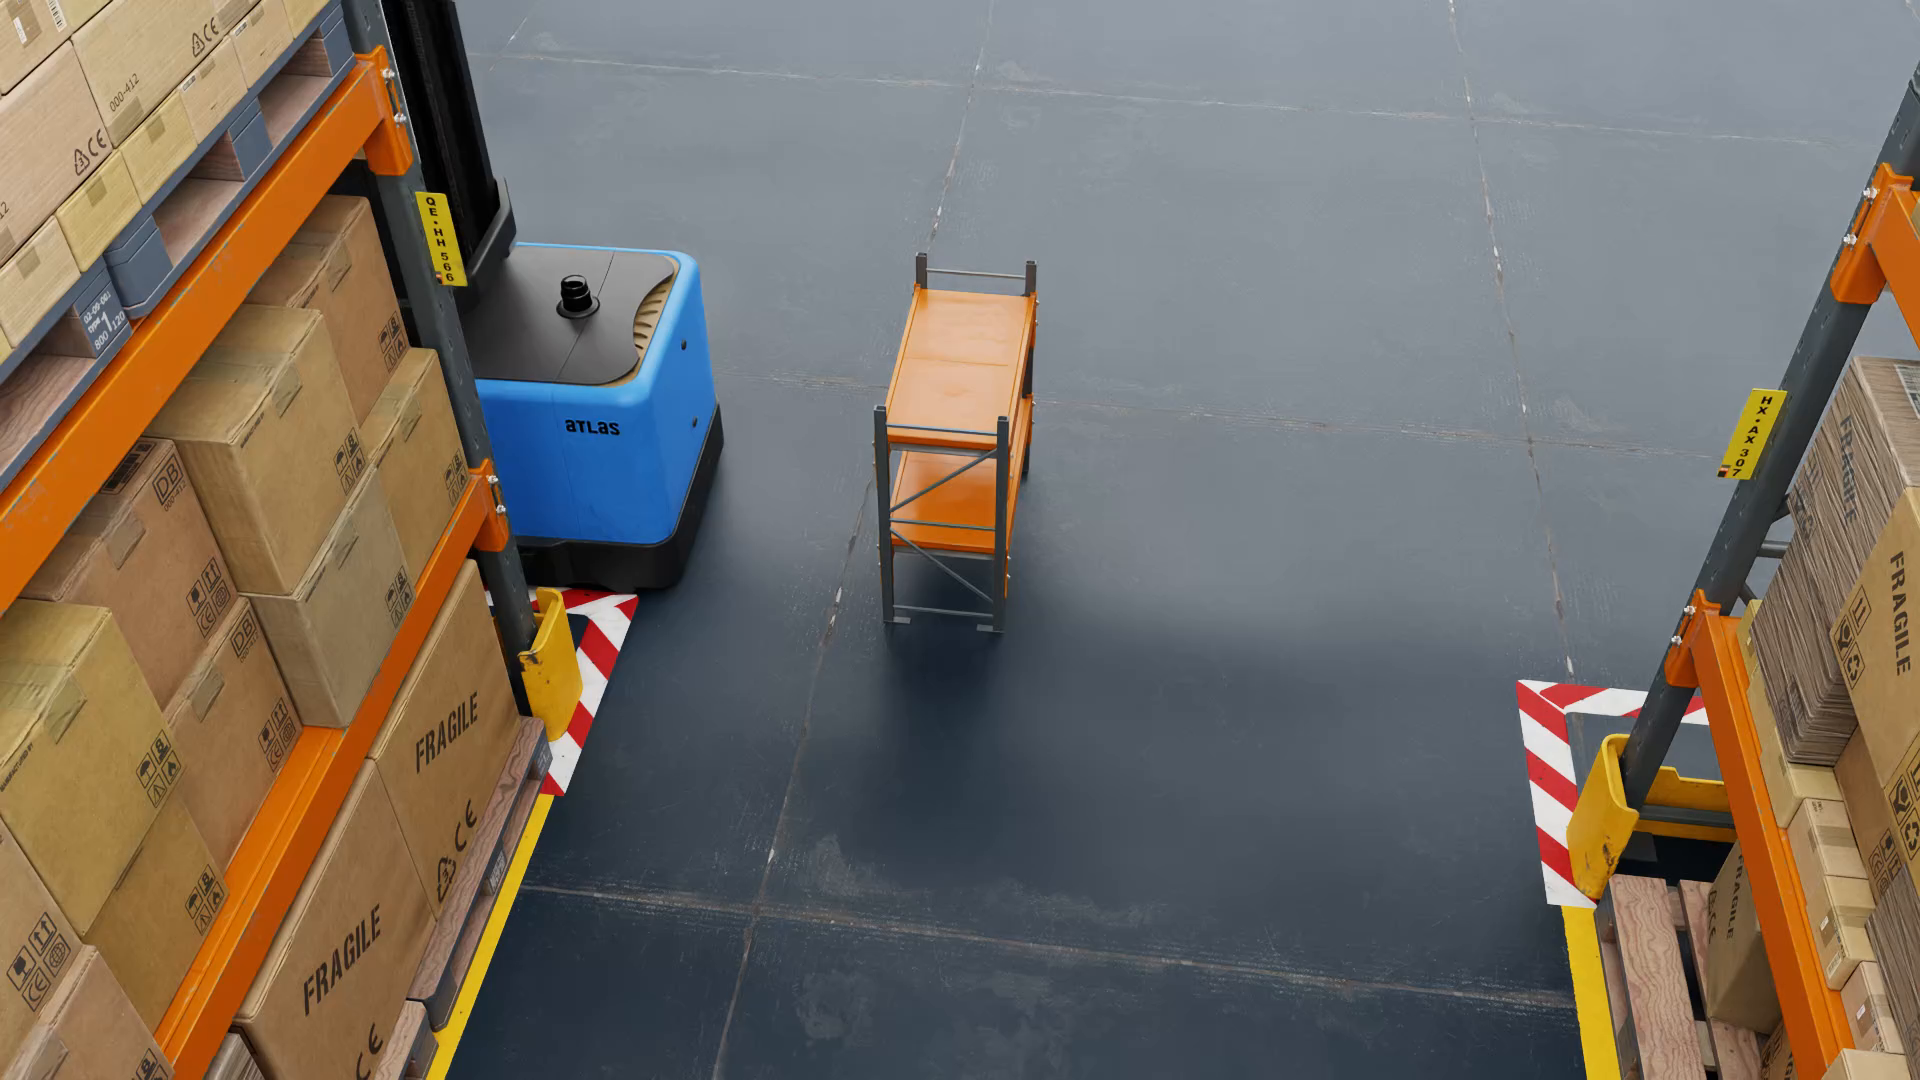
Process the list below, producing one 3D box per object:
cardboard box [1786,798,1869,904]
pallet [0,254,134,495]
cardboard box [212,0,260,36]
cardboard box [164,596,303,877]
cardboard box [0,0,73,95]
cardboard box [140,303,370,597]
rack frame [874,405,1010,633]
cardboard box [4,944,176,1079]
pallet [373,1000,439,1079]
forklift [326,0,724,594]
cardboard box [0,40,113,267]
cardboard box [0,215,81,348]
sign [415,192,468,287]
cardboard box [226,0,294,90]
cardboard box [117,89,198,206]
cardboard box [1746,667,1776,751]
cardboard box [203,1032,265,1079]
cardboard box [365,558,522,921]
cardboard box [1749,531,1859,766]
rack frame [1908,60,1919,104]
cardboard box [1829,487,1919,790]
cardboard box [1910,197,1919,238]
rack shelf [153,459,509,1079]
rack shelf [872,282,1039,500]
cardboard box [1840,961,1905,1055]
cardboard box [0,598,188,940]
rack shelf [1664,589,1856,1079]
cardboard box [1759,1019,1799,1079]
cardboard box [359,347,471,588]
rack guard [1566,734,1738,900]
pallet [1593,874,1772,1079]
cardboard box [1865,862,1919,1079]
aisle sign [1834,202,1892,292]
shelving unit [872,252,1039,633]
[{"bbox_3d":[2.417,0.838,4.366,0.380,0.149,0.250,5,44,6],"label":"cardboard box"},{"bbox_3d":[-2.346,-0.172,3.133,1.003,0.211,1.213,5,44,6],"label":"pallet"},{"bbox_3d":[-1.887,-1.428,3.910,0.500,0.250,0.500,6,44,6],"label":"cardboard box"},{"bbox_3d":[-2.353,0.494,4.438,0.875,0.550,0.550,5,44,6],"label":"cardboard box"},{"bbox_3d":[-1.943,-0.980,3.147,0.380,0.149,0.250,5,44,6],"label":"cardboard box"},{"bbox_3d":[-2.168,-0.270,4.459,0.875,0.550,0.550,5,44,6],"label":"cardboard box"},{"bbox_3d":[-0.068,-0.057,6.492,0.500,1.125,0.032,5,44,6],"label":"rack frame"},{"bbox_3d":[-2.353,1.229,3.661,0.875,0.550,0.550,5,44,6],"label":"cardboard box"},{"bbox_3d":[-2.291,1.938,5.050,1.003,0.211,1.213,5,44,6],"label":"pallet"},{"bbox_3d":[-2.631,-1.268,6.458,3.031,2.935,1.130,4,44,4],"label":"forklift"},{"bbox_3d":[-2.021,-0.745,3.189,0.500,0.250,0.500,5,44,5],"label":"cardboard box"},{"bbox_3d":[-1.976,-0.519,3.240,0.380,0.149,0.250,6,44,6],"label":"cardboard box"},{"bbox_3d":[-1.563,-0.903,5.008,0.100,0.325,0.005,5,44,6],"label":"sign"},{"bbox_3d":[-1.841,-1.213,3.973,0.380,0.149,0.250,6,44,6],"label":"cardboard box"},{"bbox_3d":[-1.909,-0.866,3.606,0.380,0.149,0.250,6,44,6],"label":"cardboard box"},{"bbox_3d":[2.478,0.496,4.727,0.380,0.149,0.250,5,44,6],"label":"cardboard box"},{"bbox_3d":[-2.360,1.852,4.352,0.875,0.875,0.875,6,44,6],"label":"cardboard box"},{"bbox_3d":[-2.123,0.631,5.641,0.875,0.875,0.875,5,44,6],"label":"cardboard box"},{"bbox_3d":[2.704,0.292,4.471,0.875,0.500,0.500,5,44,6],"label":"cardboard box"},{"bbox_3d":[2.804,-2.114,2.938,1.000,3.000,0.127,5,44,6],"label":"rack frame"},{"bbox_3d":[2.388,0.247,3.791,0.500,0.500,0.500,5,44,6],"label":"cardboard box"},{"bbox_3d":[2.484,-0.666,3.699,0.500,0.250,0.500,6,44,7],"label":"cardboard box"},{"bbox_3d":[-2.364,1.169,4.357,1.077,0.370,4.000,5,44,6],"label":"rack shelf"},{"bbox_3d":[-0.001,-0.616,6.657,0.538,0.278,1.000,5,44,6],"label":"rack shelf"},{"bbox_3d":[2.371,1.180,4.005,0.380,0.149,0.250,5,44,6],"label":"cardboard box"},{"bbox_3d":[-2.318,0.473,3.675,0.875,0.550,0.500,5,44,6],"label":"cardboard box"},{"bbox_3d":[2.539,1.688,3.809,1.077,0.370,4.000,5,44,6],"label":"rack shelf"},{"bbox_3d":[2.660,1.654,4.834,0.500,0.500,0.500,16,46,16],"label":"cardboard box"},{"bbox_3d":[-2.103,-0.253,5.227,0.875,0.550,0.550,5,44,6],"label":"cardboard box"},{"bbox_3d":[2.794,1.023,5.806,1.175,0.500,0.348,5,44,6],"label":"rack guard"},{"bbox_3d":[2.651,1.679,5.323,1.003,0.211,1.213,5,44,6],"label":"pallet"},{"bbox_3d":[2.648,0.981,3.744,0.875,0.500,0.500,5,44,6],"label":"cardboard box"},{"bbox_3d":[2.515,-0.949,4.180,0.394,0.787,0.004,5,44,6],"label":"aisle sign"},{"bbox_3d":[-0.001,-0.404,6.858,0.538,1.125,1.048,5,44,6],"label":"shelving unit"}]
